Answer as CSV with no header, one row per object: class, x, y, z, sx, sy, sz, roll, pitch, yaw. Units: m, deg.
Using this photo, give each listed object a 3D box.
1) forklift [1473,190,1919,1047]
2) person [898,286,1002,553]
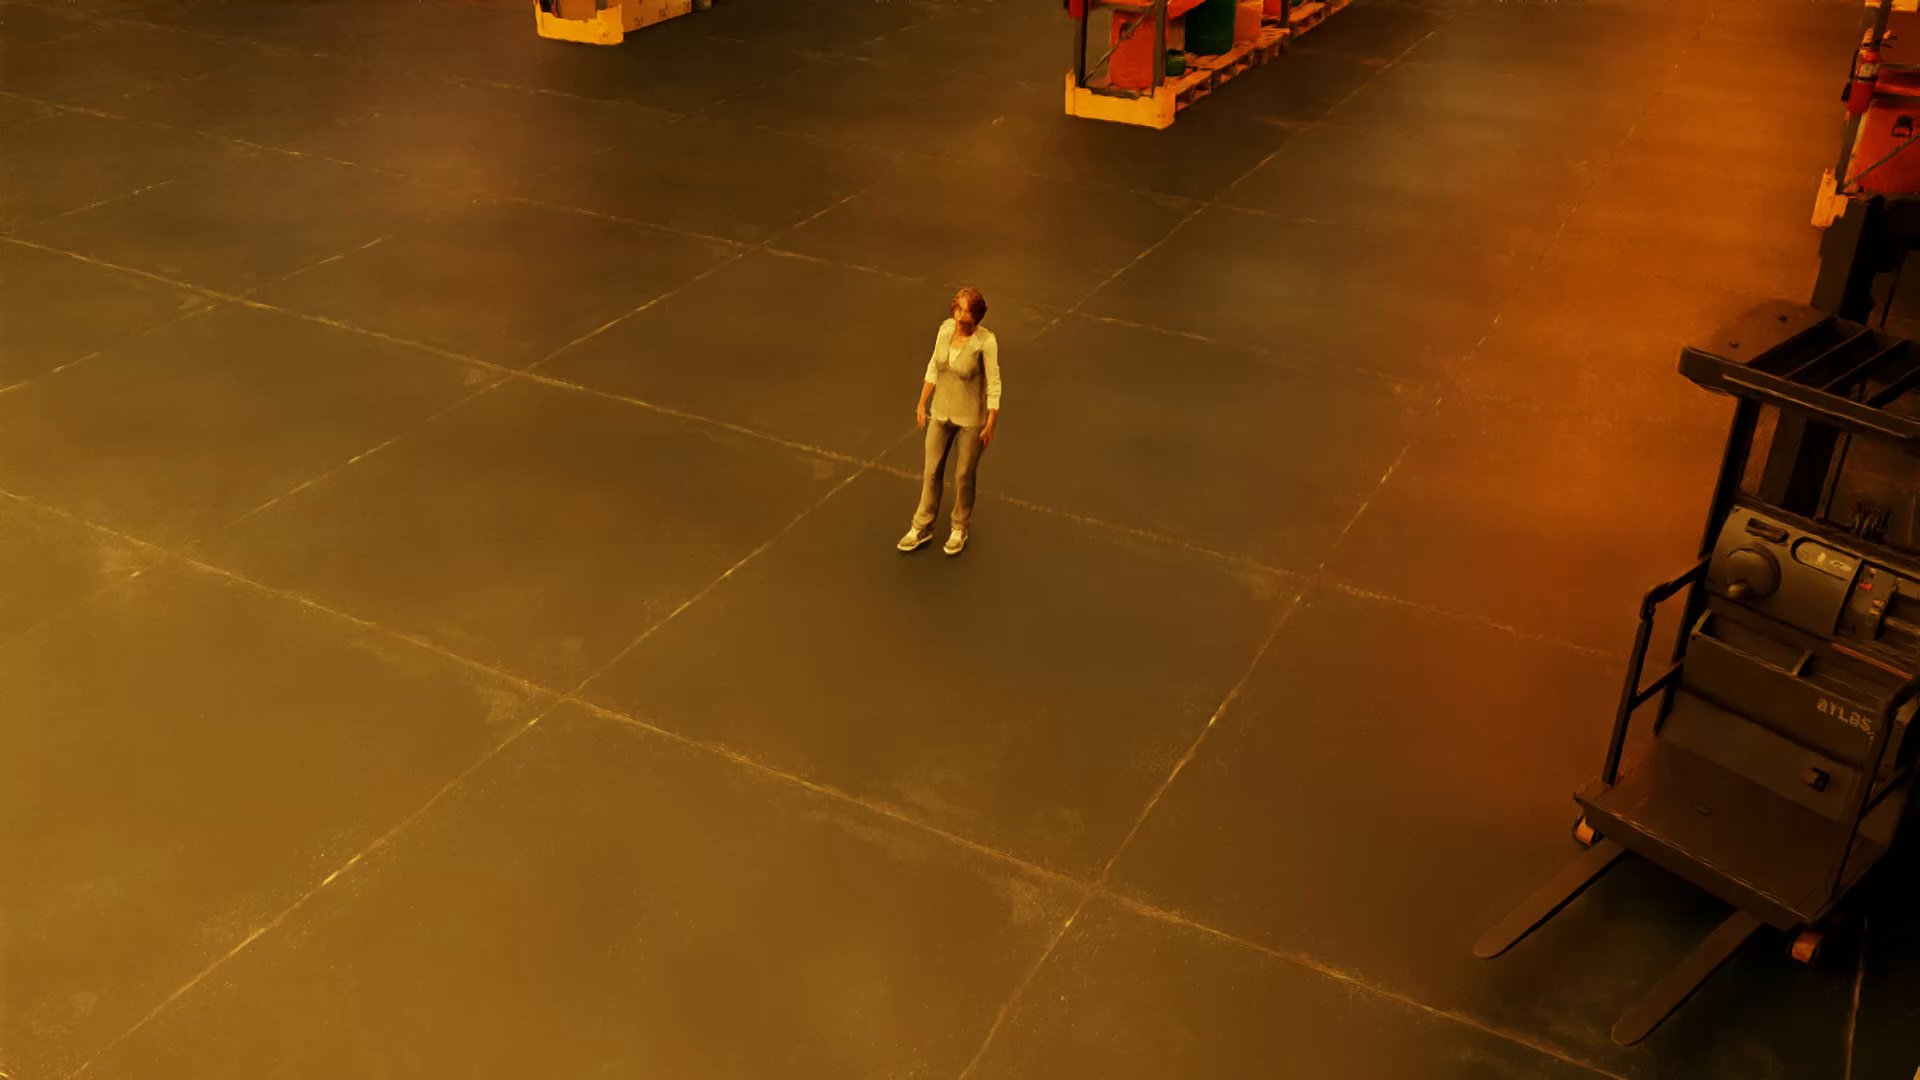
forklift,3.422,0.207,6.712,3.031,2.935,1.130,-24,37,-35
person,-0.048,-0.669,9.550,0.521,1.597,0.474,15,33,25
